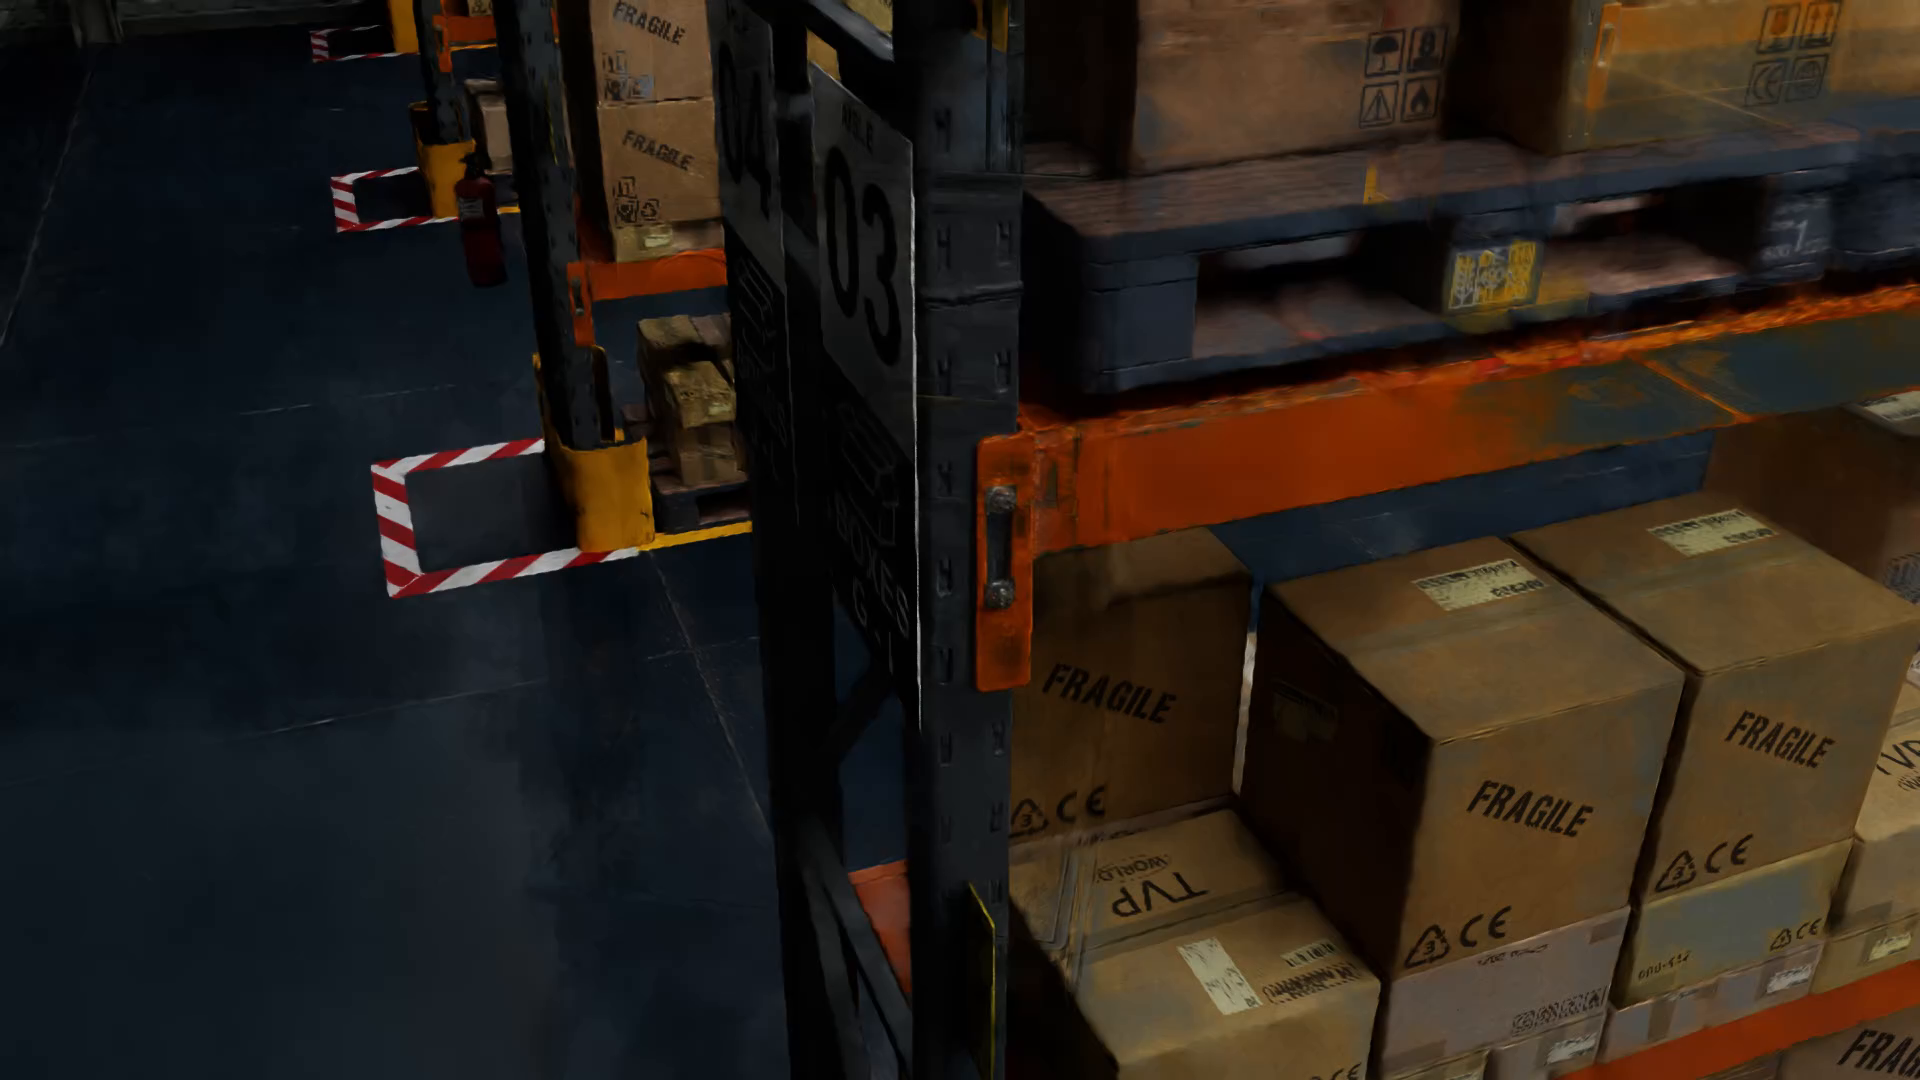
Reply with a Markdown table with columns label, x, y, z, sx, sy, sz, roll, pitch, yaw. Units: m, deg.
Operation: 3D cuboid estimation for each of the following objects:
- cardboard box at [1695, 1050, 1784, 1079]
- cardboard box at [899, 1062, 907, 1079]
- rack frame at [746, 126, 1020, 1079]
| label | x | y | z | sx | sy | sz | roll | pitch | yaw |
| --- | --- | --- | --- | --- | --- | --- | --- | --- | --- |
| cardboard box | 1.809 | -4.150 | 11.226 | 0.875 | 0.875 | 0.875 | -10 | 31 | -18 |
| cardboard box | 0.956 | -3.993 | 10.951 | 0.875 | 0.875 | 0.875 | -10 | 31 | -18 |
| rack frame | 0.384 | -4.586 | 10.270 | 0.127 | 3.000 | 1.000 | -10 | 31 | -18 |
